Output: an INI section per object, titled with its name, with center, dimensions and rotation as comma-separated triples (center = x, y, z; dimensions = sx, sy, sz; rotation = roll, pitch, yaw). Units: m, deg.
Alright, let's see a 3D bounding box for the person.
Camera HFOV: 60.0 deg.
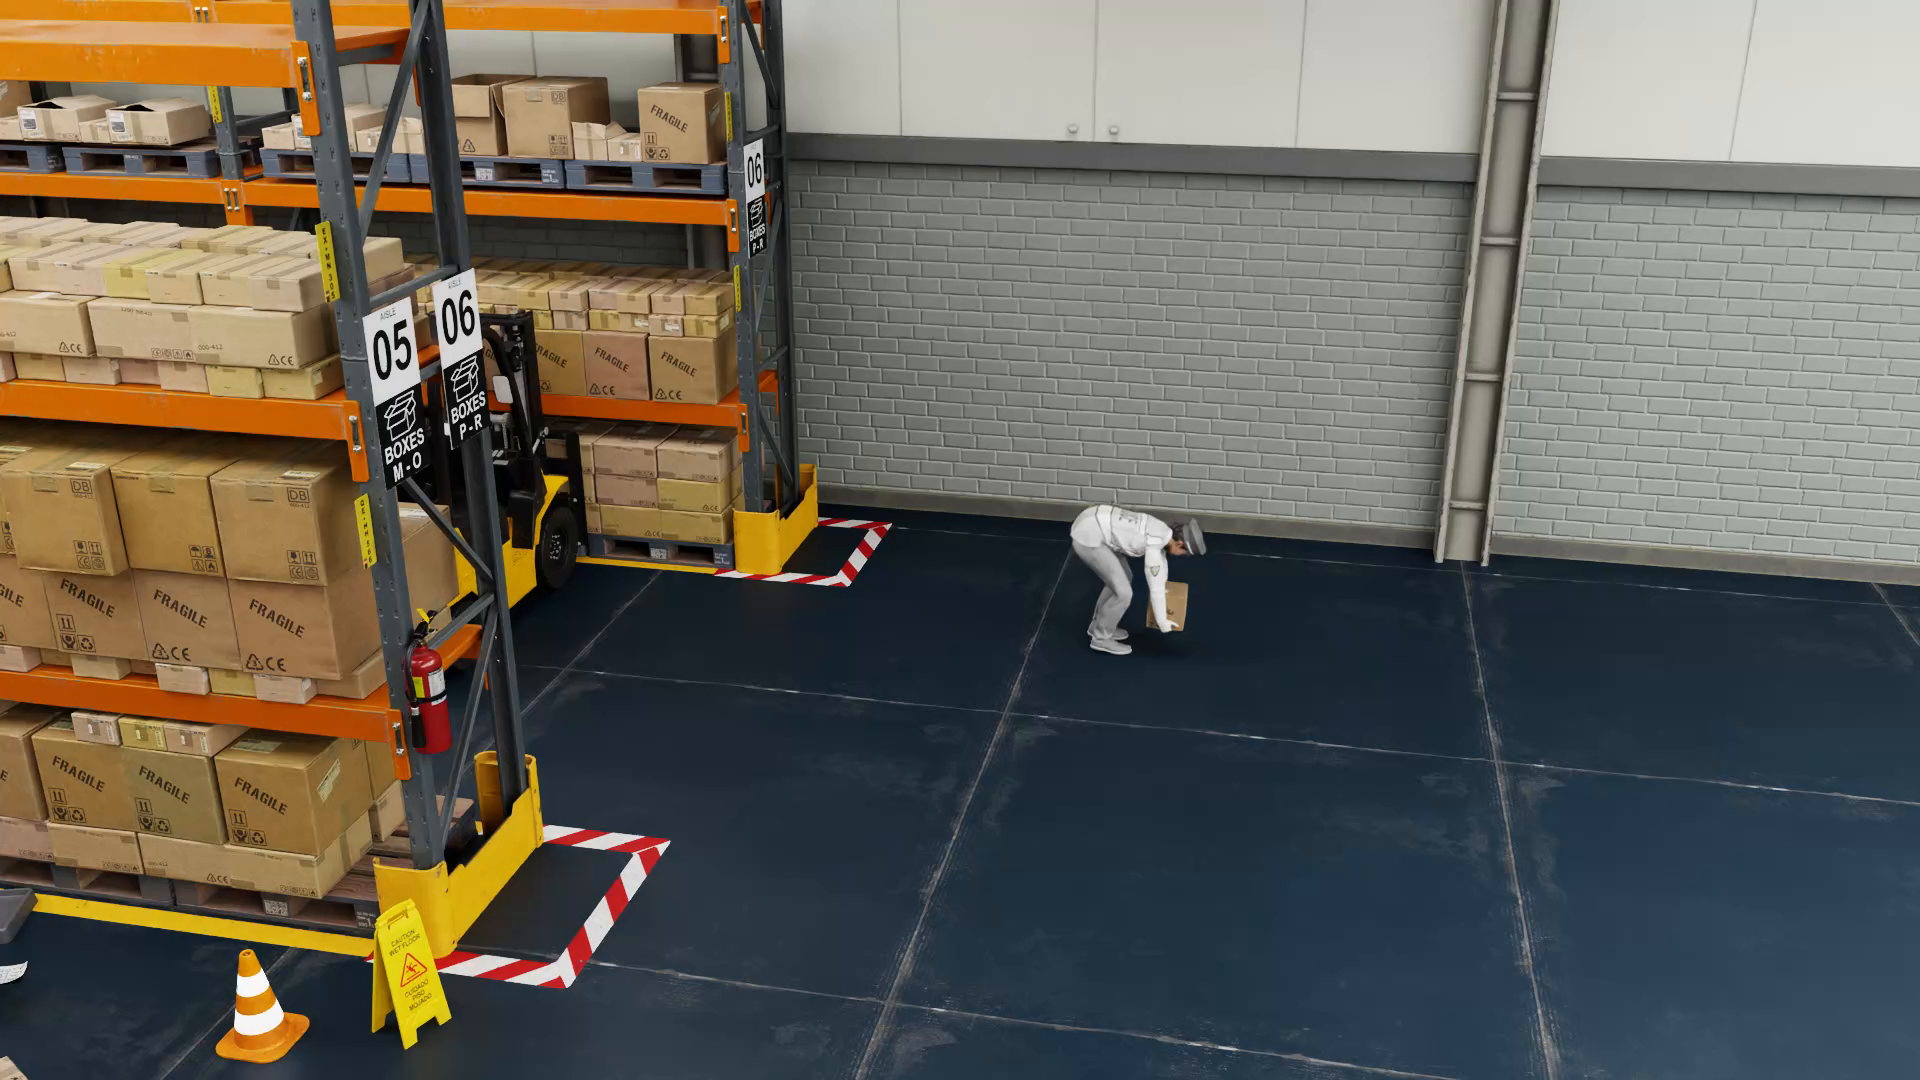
[person]
center = 1.203, 0.268, 11.307
dimensions = 0.917, 1.005, 0.426
rotation = 4, 22, 9
